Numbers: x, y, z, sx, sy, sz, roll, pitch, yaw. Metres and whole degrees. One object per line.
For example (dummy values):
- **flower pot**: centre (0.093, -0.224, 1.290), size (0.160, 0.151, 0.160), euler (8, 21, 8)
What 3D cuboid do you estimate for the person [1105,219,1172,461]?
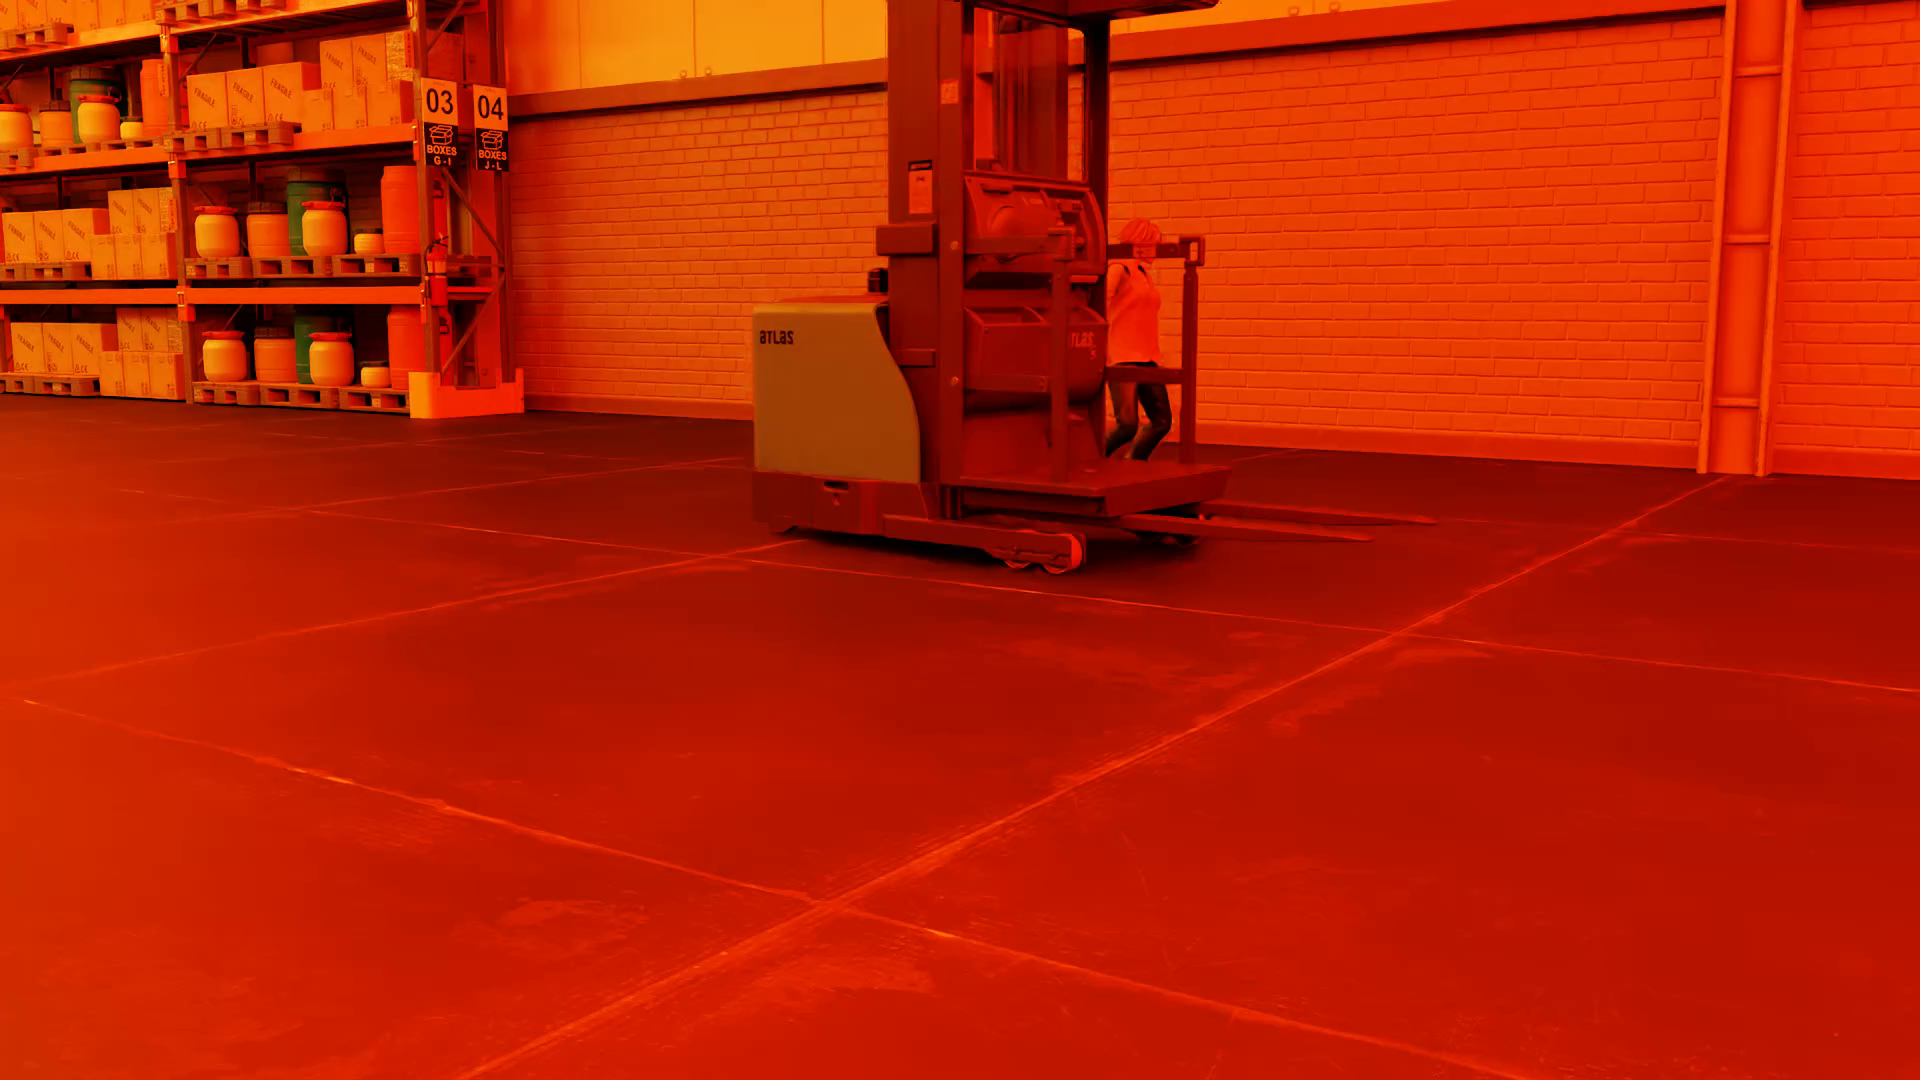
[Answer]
- **person**: centre (0.835, -0.959, 8.970), size (0.434, 1.523, 0.732), euler (6, 10, 37)

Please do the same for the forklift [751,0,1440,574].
- **forklift**: centre (0.495, -1.399, 7.028), size (3.031, 2.935, 1.130), euler (6, 10, 38)
